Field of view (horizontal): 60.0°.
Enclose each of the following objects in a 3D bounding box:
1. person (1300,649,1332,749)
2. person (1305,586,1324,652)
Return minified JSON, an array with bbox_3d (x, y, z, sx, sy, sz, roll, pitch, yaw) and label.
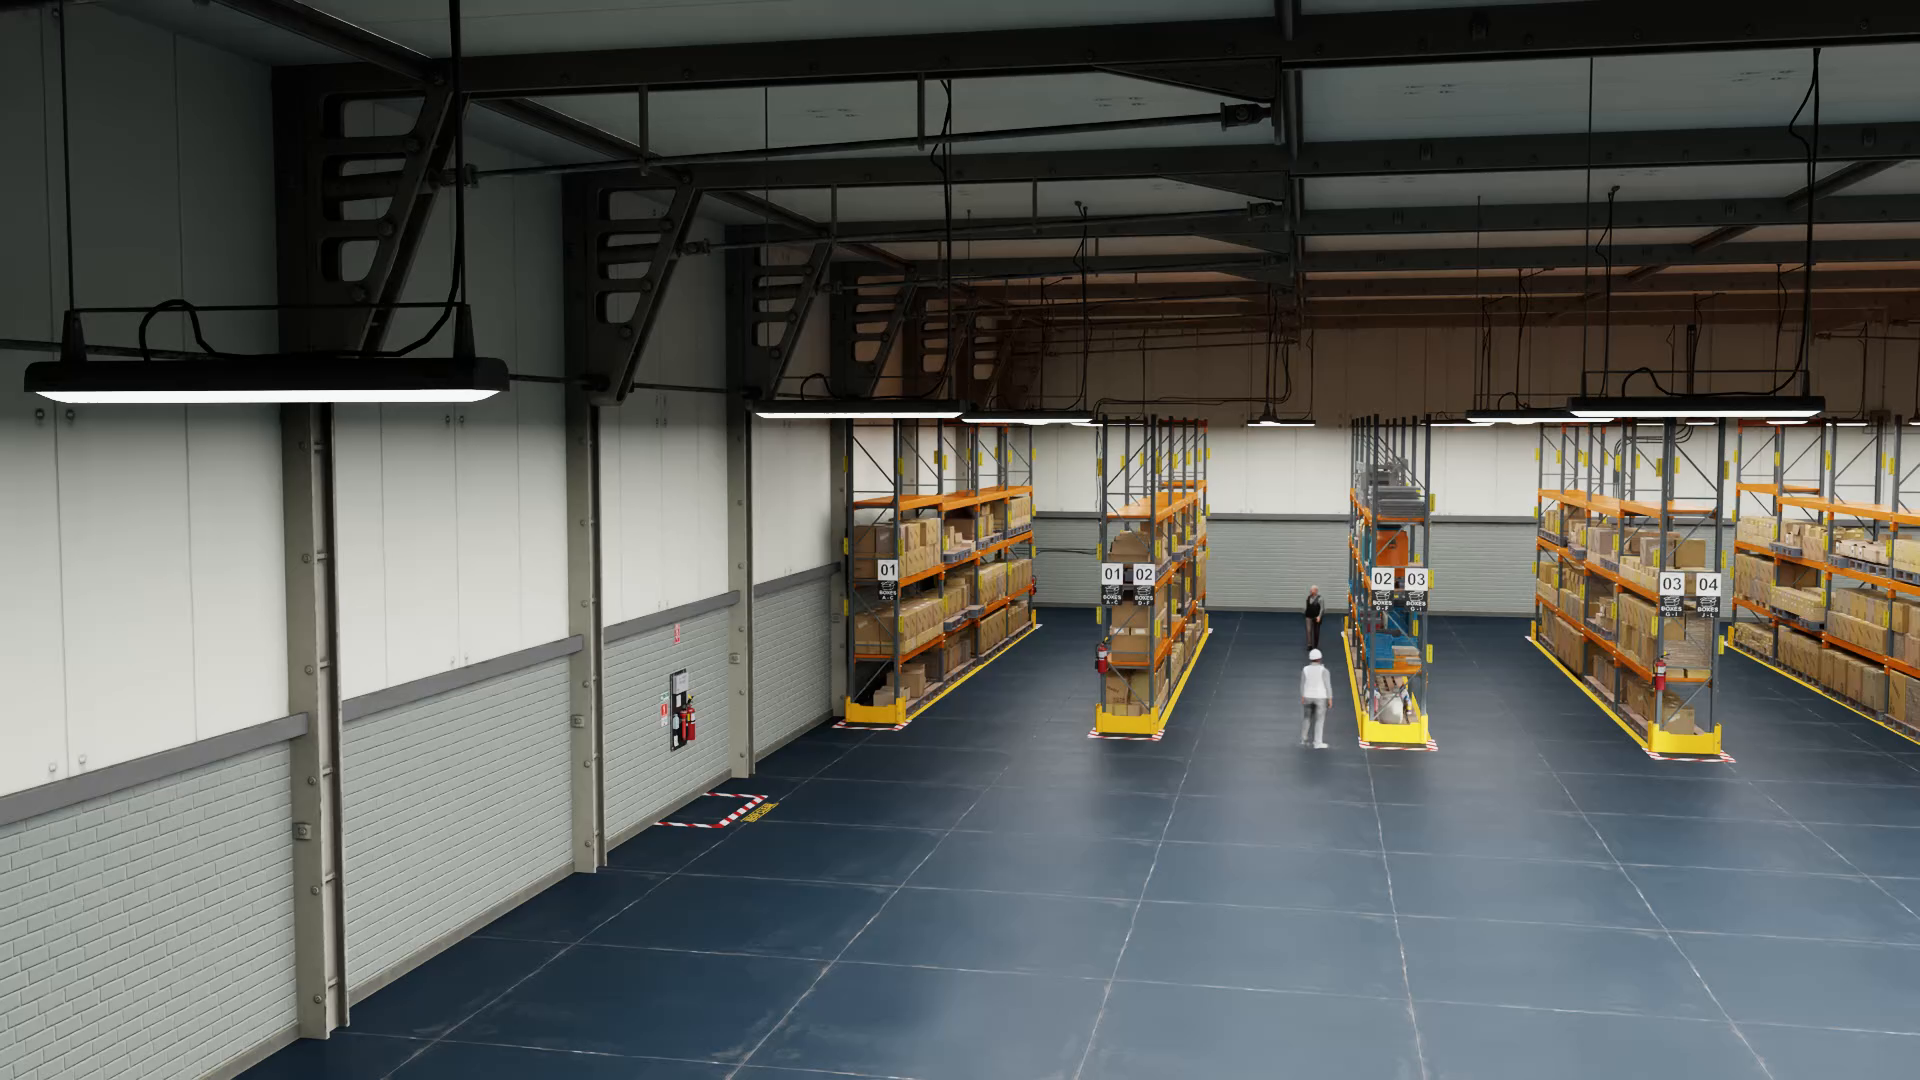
[{"bbox_3d":[6.418,2.868,29.923,0.619,1.817,0.403,3,5,38],"label":"person"},{"bbox_3d":[9.149,2.020,42.923,0.491,1.674,1.045,1,4,11],"label":"person"}]
